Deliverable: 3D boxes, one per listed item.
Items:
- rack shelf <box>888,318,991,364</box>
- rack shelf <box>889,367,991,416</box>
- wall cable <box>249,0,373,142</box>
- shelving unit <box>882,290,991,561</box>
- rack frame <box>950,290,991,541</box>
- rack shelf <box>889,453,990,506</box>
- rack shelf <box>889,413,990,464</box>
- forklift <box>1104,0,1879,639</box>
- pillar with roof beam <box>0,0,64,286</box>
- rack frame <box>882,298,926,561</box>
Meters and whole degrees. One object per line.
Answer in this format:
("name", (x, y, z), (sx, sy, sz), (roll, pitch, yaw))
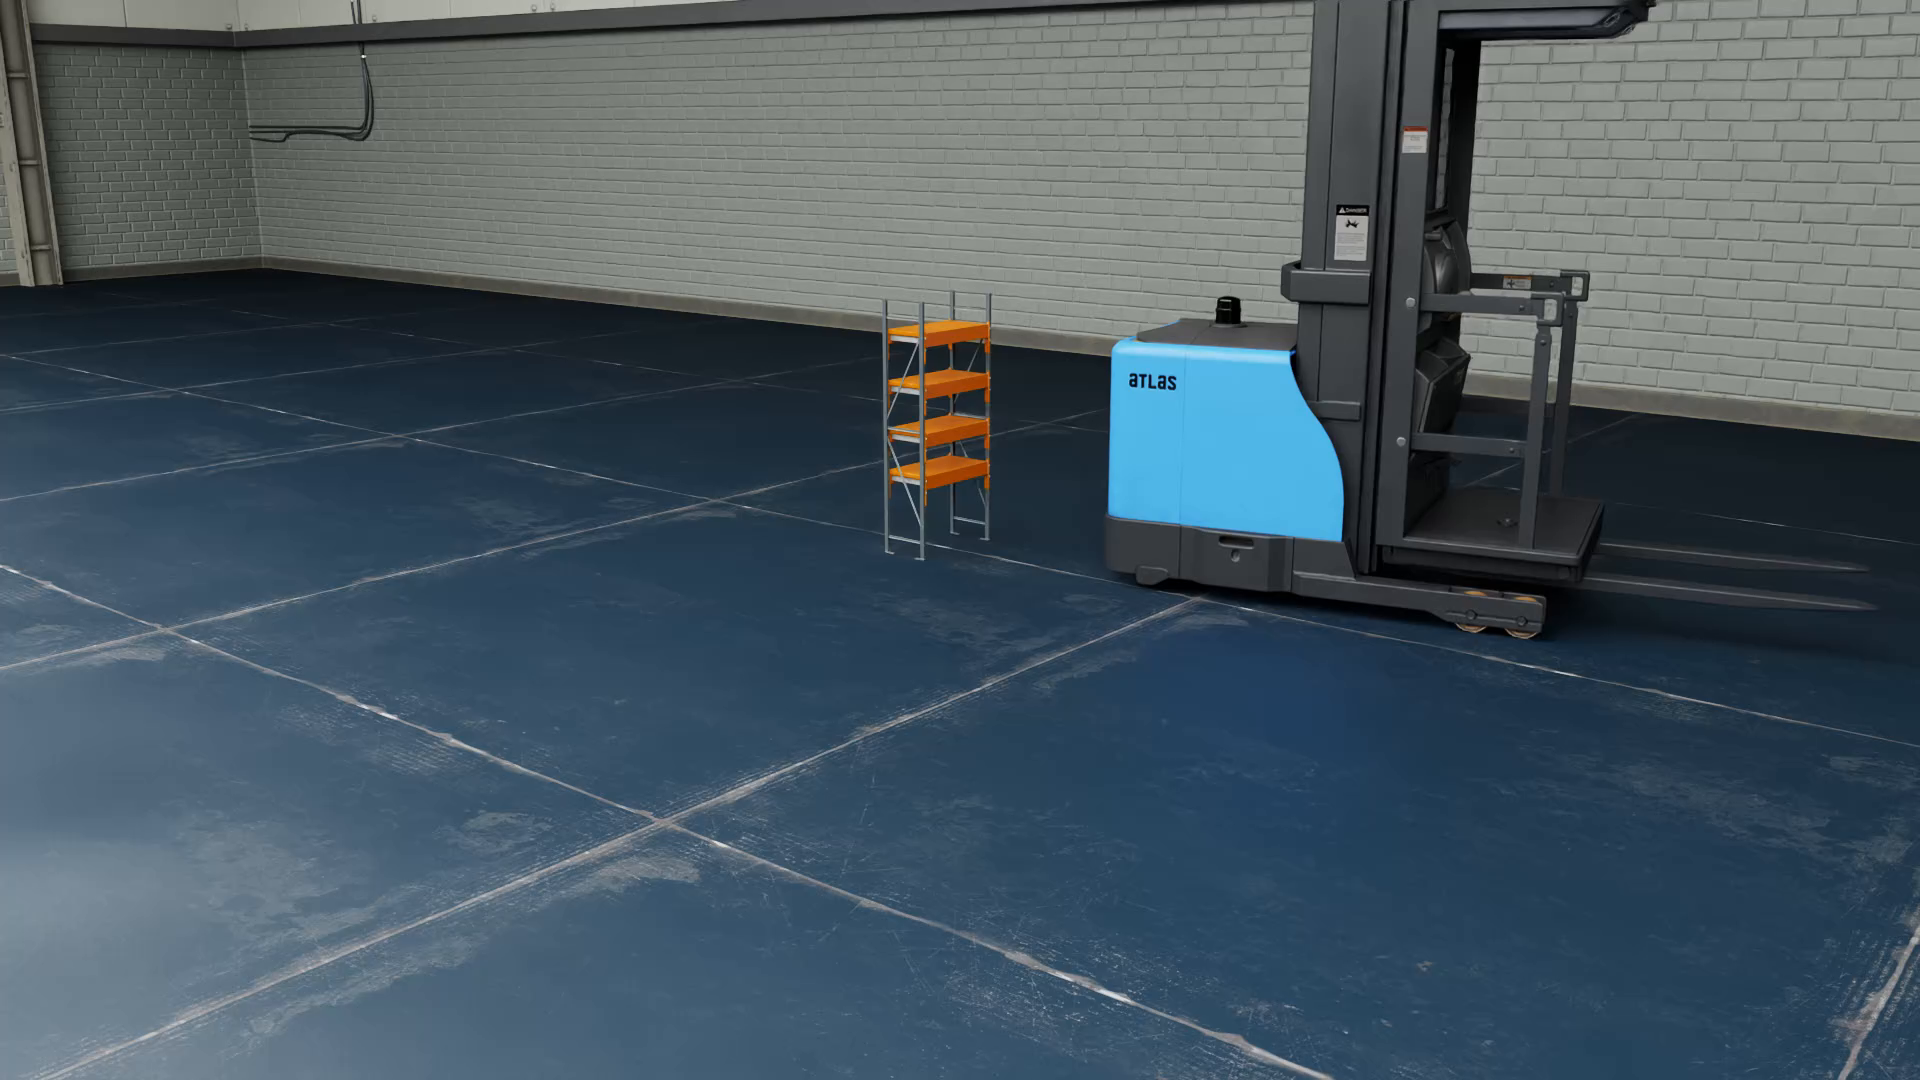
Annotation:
("rack shelf", (-0.104, -0.931, 7.754), (0.258, 0.148, 0.480), (11, 18, 38))
("rack shelf", (-0.104, -0.701, 7.812), (0.258, 0.148, 0.480), (11, 18, 38))
("wall cable", (-8.471, -6.374, 21.244), (3.097, 2.526, 0.112), (11, 18, 38))
("shelving unit", (-0.104, -0.550, 7.850), (0.258, 1.200, 0.503), (11, 18, 38))
("rack frame", (0.049, -0.597, 8.034), (0.240, 1.200, 0.015), (11, 18, 38))
("rack shelf", (-0.104, -0.292, 7.916), (0.258, 0.148, 0.480), (11, 18, 38))
("rack shelf", (-0.104, -0.485, 7.867), (0.258, 0.148, 0.480), (11, 18, 38))
("forklift", (2.195, -1.178, 6.808), (3.031, 2.935, 1.130), (7, 16, 24))
("pillar with roof beam", (-8.002, -6.853, 16.824), (9.100, 9.000, 0.400), (11, 18, 38))
("rack frame", (-0.257, -0.503, 7.666), (0.240, 1.200, 0.015), (11, 18, 38))
